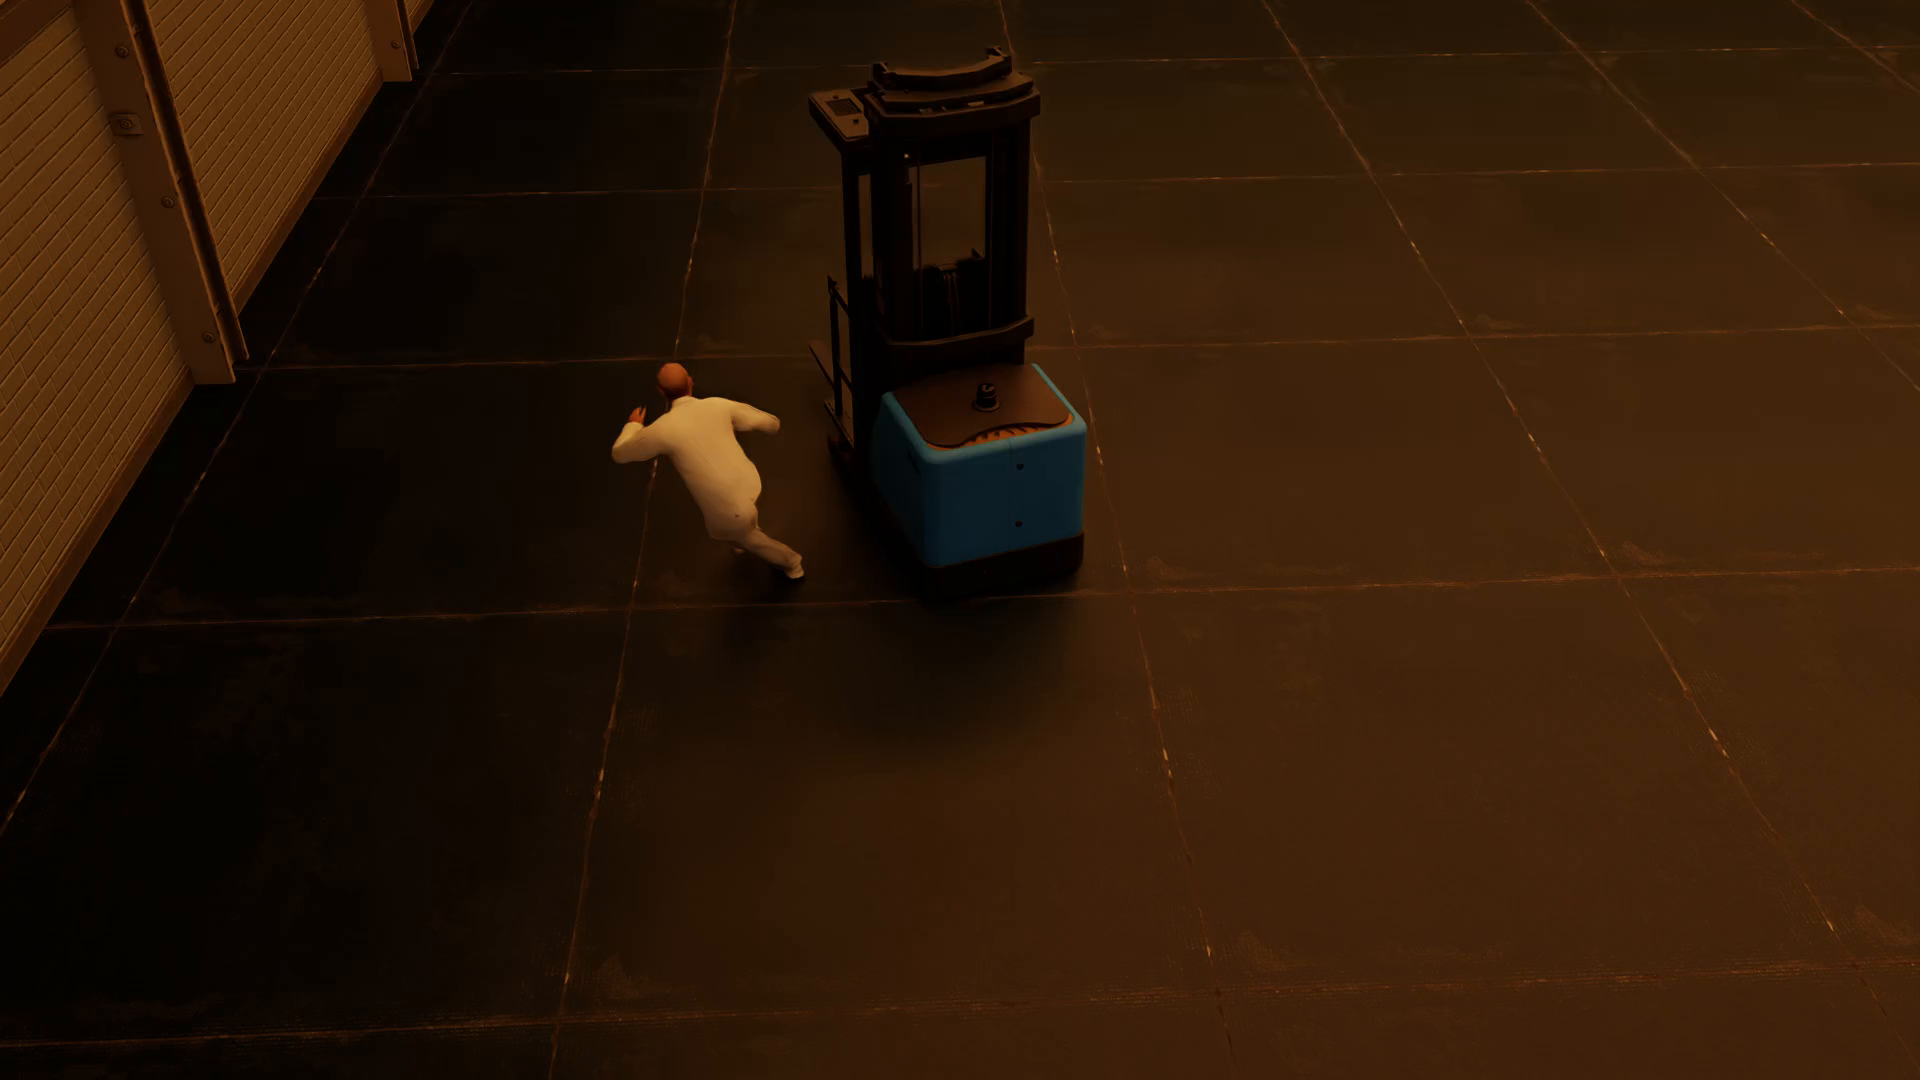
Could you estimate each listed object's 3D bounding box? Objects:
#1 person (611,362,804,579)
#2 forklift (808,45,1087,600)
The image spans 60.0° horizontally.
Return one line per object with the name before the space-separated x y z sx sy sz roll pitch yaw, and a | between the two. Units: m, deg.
person | -1.472 -0.397 9.755 0.908 1.539 1.033 27 44 32
forklift | -0.246 -1.693 10.335 1.130 2.935 3.031 -13 38 -17
